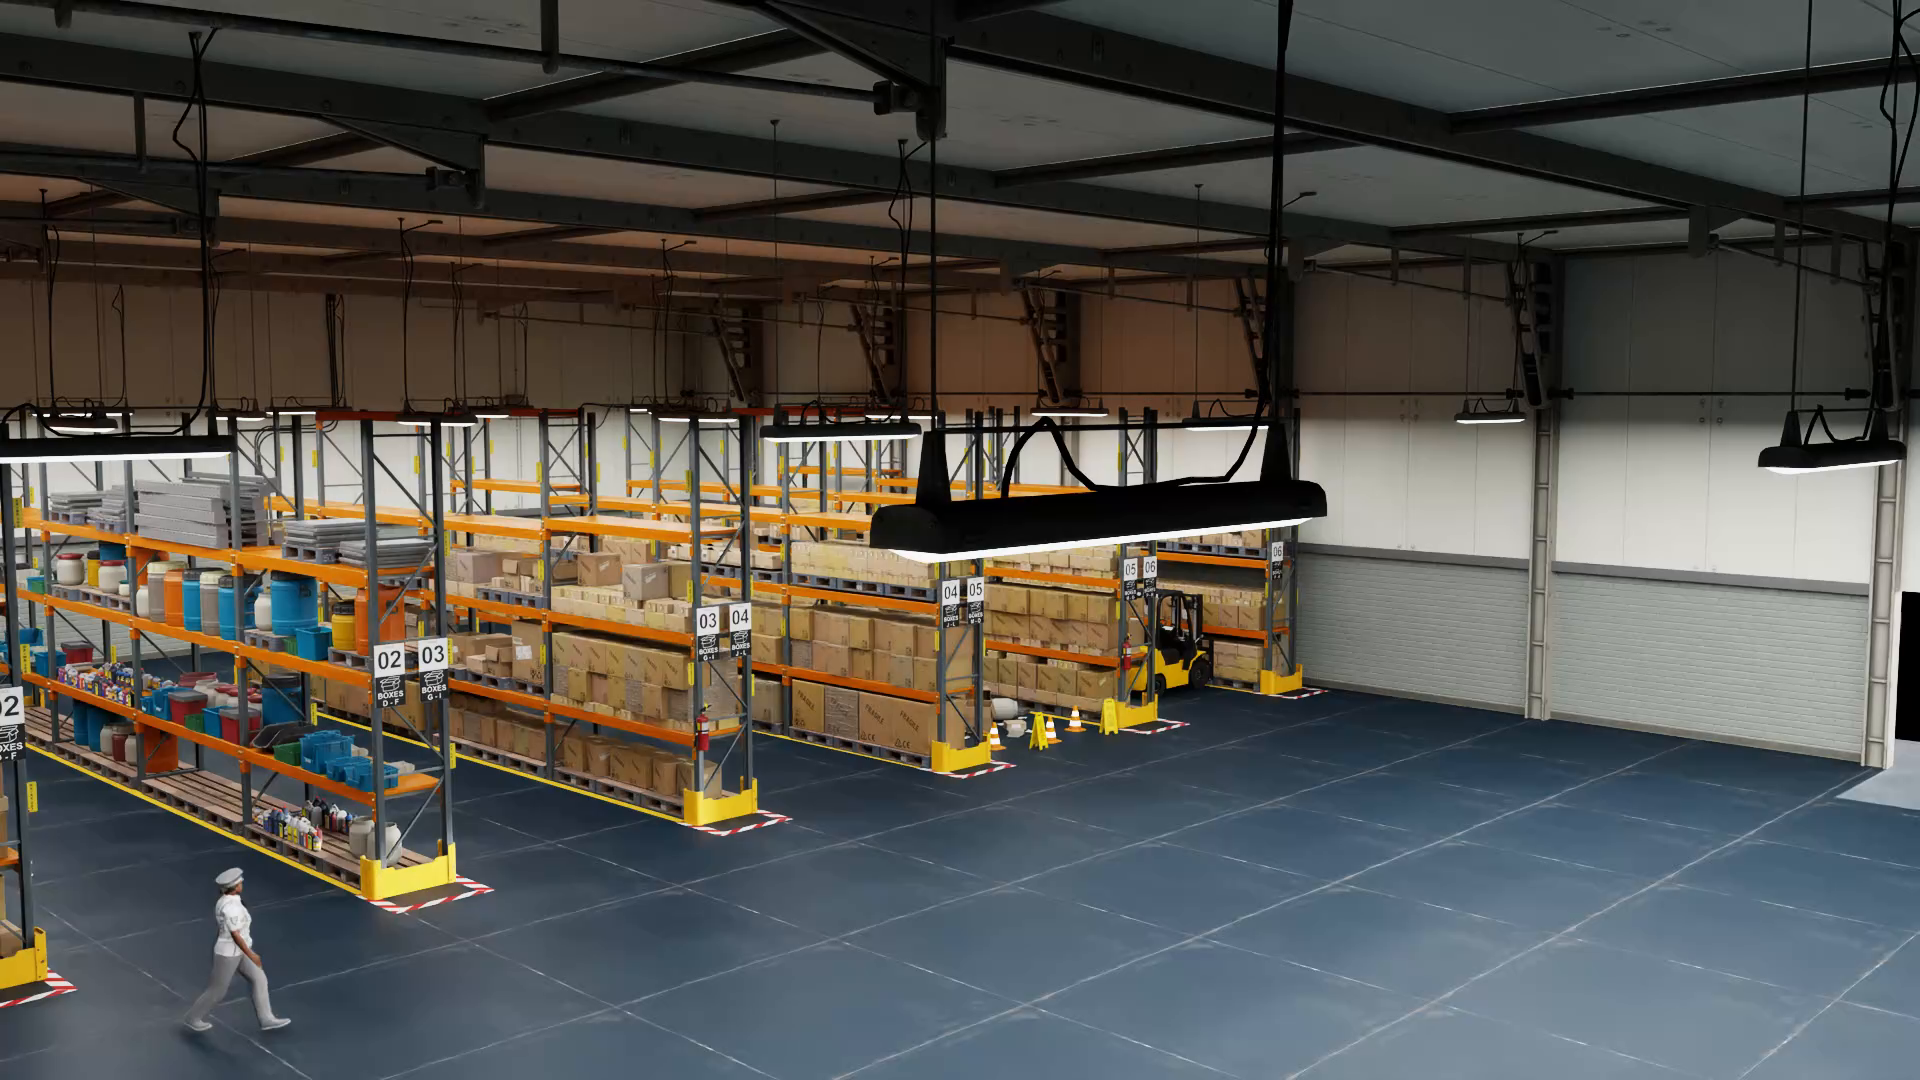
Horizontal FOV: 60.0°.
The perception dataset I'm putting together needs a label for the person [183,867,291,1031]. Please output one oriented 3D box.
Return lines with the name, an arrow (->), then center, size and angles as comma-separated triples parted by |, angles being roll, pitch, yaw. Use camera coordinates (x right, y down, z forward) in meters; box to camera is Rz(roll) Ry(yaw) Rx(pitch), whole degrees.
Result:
person -> -7.169, 4.062, 16.420 | 1.003, 1.638, 0.424 | 0, 5, 3
